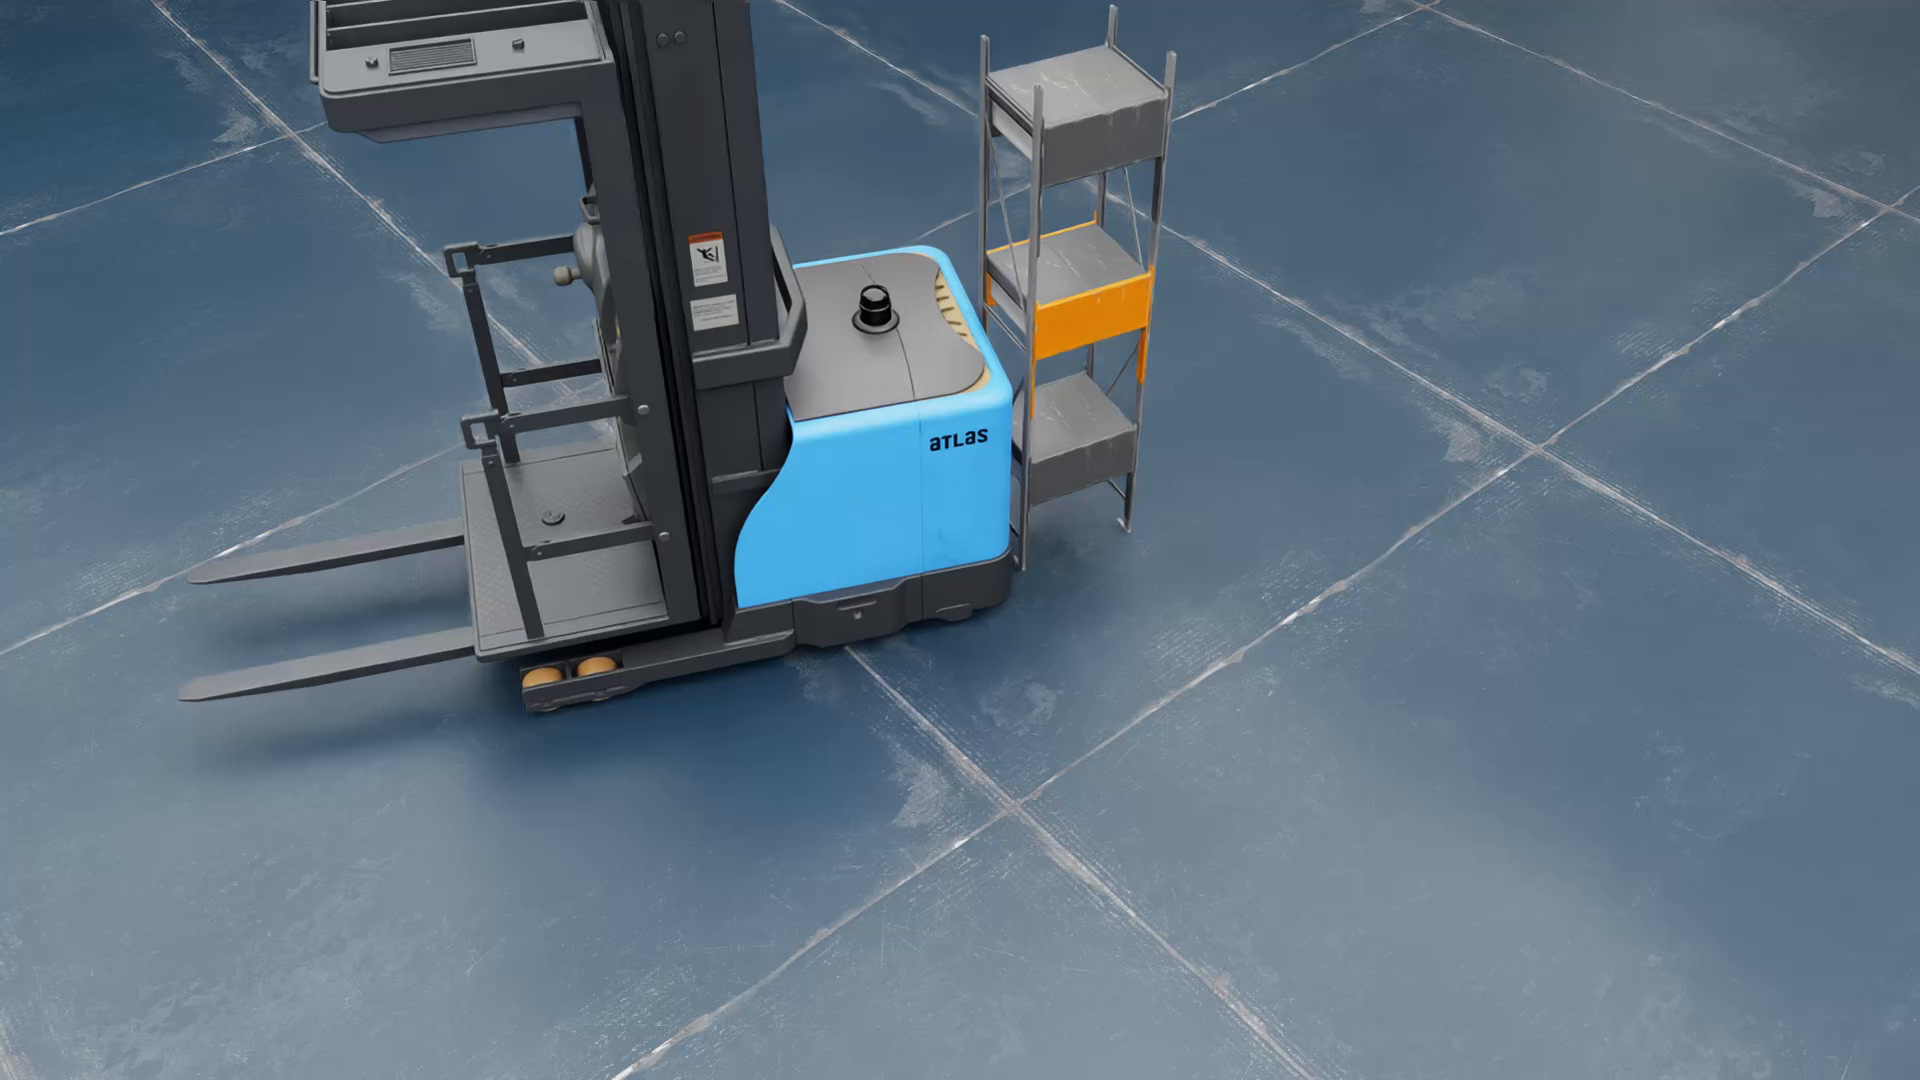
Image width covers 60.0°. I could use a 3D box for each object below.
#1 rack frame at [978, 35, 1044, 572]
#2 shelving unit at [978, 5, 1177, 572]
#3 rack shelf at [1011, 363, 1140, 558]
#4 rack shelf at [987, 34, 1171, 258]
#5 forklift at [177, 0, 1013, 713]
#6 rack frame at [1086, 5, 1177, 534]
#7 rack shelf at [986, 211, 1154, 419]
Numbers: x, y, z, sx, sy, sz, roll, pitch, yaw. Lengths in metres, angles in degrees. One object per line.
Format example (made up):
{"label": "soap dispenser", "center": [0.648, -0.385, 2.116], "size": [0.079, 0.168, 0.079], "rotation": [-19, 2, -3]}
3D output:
{"label": "rack frame", "center": [0.165, -0.763, 6.029], "size": [0.015, 2.100, 0.400], "rotation": [-19, 46, -19]}
{"label": "shelving unit", "center": [0.382, -0.839, 6.109], "size": [0.503, 2.100, 0.431], "rotation": [-19, 46, -19]}
{"label": "rack shelf", "center": [0.382, -0.319, 6.598], "size": [0.480, 0.518, 0.431], "rotation": [-19, 46, -19]}
{"label": "rack shelf", "center": [0.382, -1.339, 5.639], "size": [0.480, 0.518, 0.431], "rotation": [-19, 46, -19]}
{"label": "forklift", "center": [-1.377, -0.846, 5.510], "size": [3.031, 2.935, 1.130], "rotation": [-11, 44, -11]}
{"label": "rack frame", "center": [0.600, -0.914, 6.190], "size": [0.015, 2.100, 0.400], "rotation": [-19, 46, -19]}
{"label": "rack shelf", "center": [0.382, -0.829, 6.119], "size": [0.480, 0.518, 0.431], "rotation": [-19, 46, -19]}
